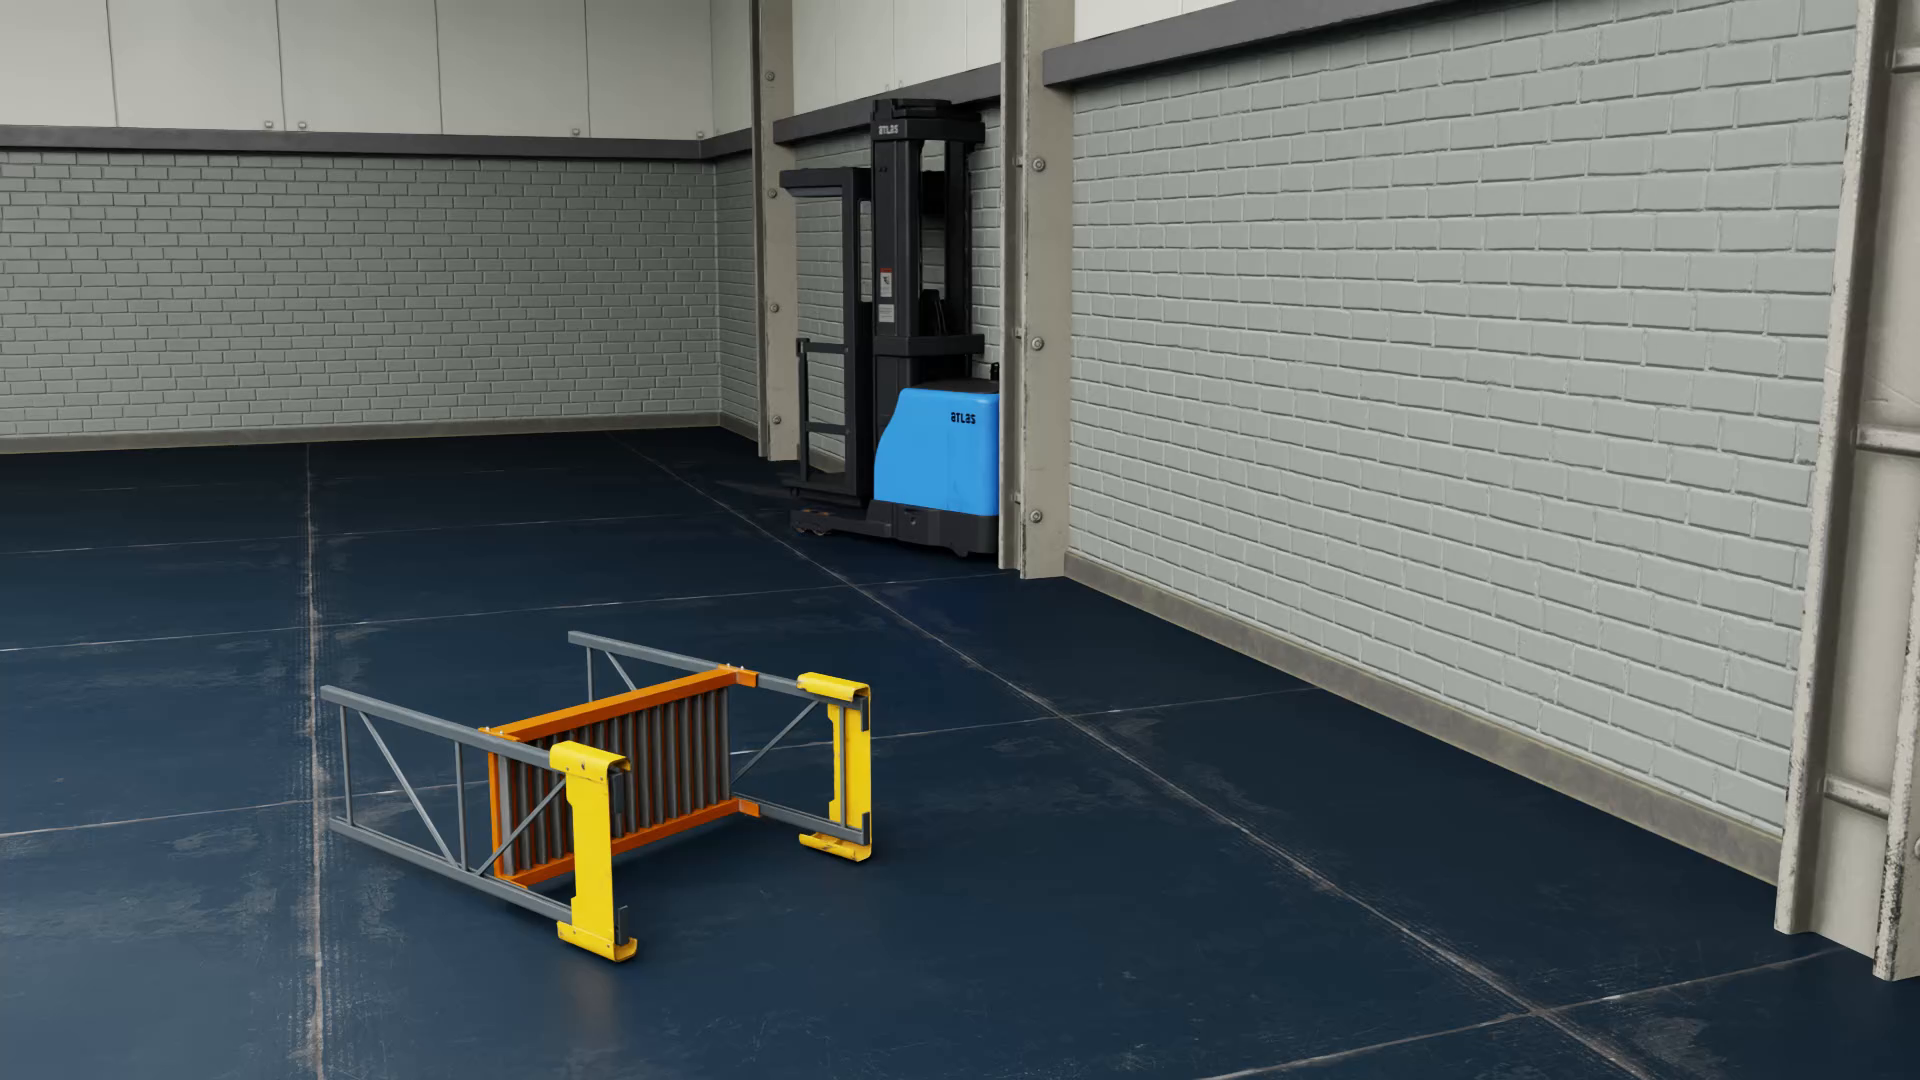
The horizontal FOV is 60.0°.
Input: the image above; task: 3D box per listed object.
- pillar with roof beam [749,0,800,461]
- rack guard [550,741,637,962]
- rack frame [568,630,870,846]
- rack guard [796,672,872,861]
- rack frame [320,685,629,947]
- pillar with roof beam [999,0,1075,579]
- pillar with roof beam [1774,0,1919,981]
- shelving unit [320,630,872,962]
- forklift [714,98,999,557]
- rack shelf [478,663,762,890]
[{"bbox_3d":[-5.731,-4.941,13.505,9.100,9.000,0.400,-4,11,-21],"label":"pillar with roof beam"},{"bbox_3d":[-1.040,0.881,4.718,0.250,0.587,0.087,8,13,38],"label":"rack guard"},{"bbox_3d":[-0.889,0.674,5.883,1.500,0.500,0.032,8,13,38],"label":"rack frame"},{"bbox_3d":[-0.415,0.745,5.482,0.250,0.587,0.087,8,13,38],"label":"rack guard"},{"bbox_3d":[-1.527,0.812,5.104,1.500,0.500,0.032,8,13,38],"label":"rack frame"},{"bbox_3d":[-3.557,-3.962,7.999,9.100,9.000,0.400,-4,11,-21],"label":"pillar with roof beam"},{"bbox_3d":[-1.382,-2.983,2.493,9.100,9.000,0.400,-4,11,-21],"label":"pillar with roof beam"},{"bbox_3d":[-1.214,0.744,5.486,1.500,0.587,1.083,8,13,38],"label":"shelving unit"},{"bbox_3d":[-0.553,-1.529,11.644,3.031,2.935,1.130,10,14,43],"label":"forklift"},{"bbox_3d":[-1.068,0.763,5.382,0.185,0.538,1.000,8,13,38],"label":"rack shelf"}]
